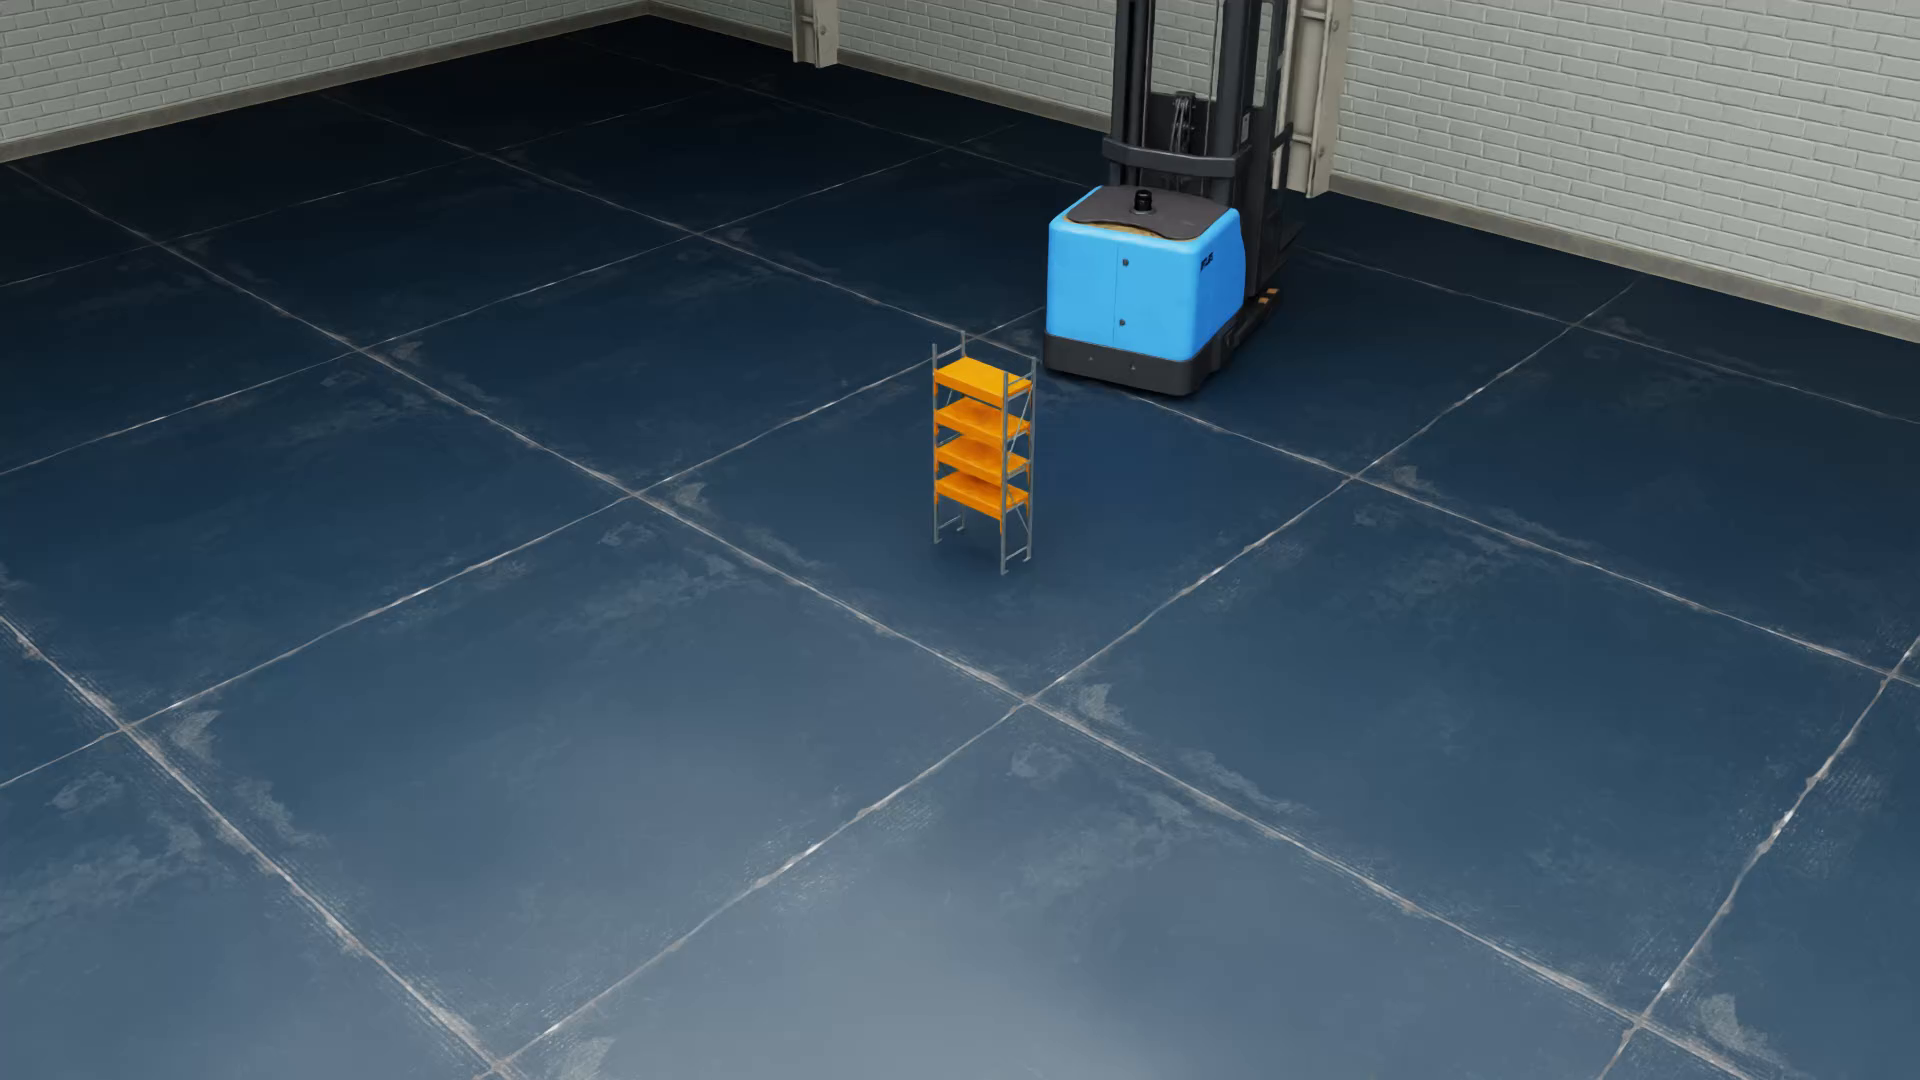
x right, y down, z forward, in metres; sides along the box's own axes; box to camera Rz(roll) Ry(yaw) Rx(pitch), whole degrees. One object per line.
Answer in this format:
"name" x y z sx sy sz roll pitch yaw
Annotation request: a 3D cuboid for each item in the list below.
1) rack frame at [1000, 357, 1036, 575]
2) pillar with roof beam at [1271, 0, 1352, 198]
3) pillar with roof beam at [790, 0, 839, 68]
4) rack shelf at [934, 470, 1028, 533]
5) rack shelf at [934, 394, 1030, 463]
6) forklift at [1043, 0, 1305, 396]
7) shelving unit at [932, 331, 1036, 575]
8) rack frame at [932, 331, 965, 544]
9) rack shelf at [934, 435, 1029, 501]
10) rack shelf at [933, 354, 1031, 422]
"rack frame" 0.304 -0.372 8.705 0.015 1.200 0.240 25 39 35
"pillar with roof beam" 0.031 -5.220 9.196 0.400 9.000 9.100 25 39 35
"pillar with roof beam" -4.418 -7.296 12.645 0.400 9.000 9.100 25 39 35
"rack shelf" 0.123 -0.229 8.982 0.480 0.148 0.258 25 39 35
"rack shelf" 0.123 -0.591 8.765 0.480 0.148 0.258 25 39 35
"forklift" 1.679 -2.916 11.252 1.130 2.935 3.031 15 34 23
"shelving unit" 0.123 -0.457 8.845 0.503 1.200 0.258 25 39 35
"rack frame" -0.058 -0.541 8.986 0.015 1.200 0.240 25 39 35
"rack shelf" 0.123 -0.399 8.880 0.480 0.148 0.258 25 39 35
"rack shelf" 0.123 -0.793 8.643 0.480 0.148 0.258 25 39 35
